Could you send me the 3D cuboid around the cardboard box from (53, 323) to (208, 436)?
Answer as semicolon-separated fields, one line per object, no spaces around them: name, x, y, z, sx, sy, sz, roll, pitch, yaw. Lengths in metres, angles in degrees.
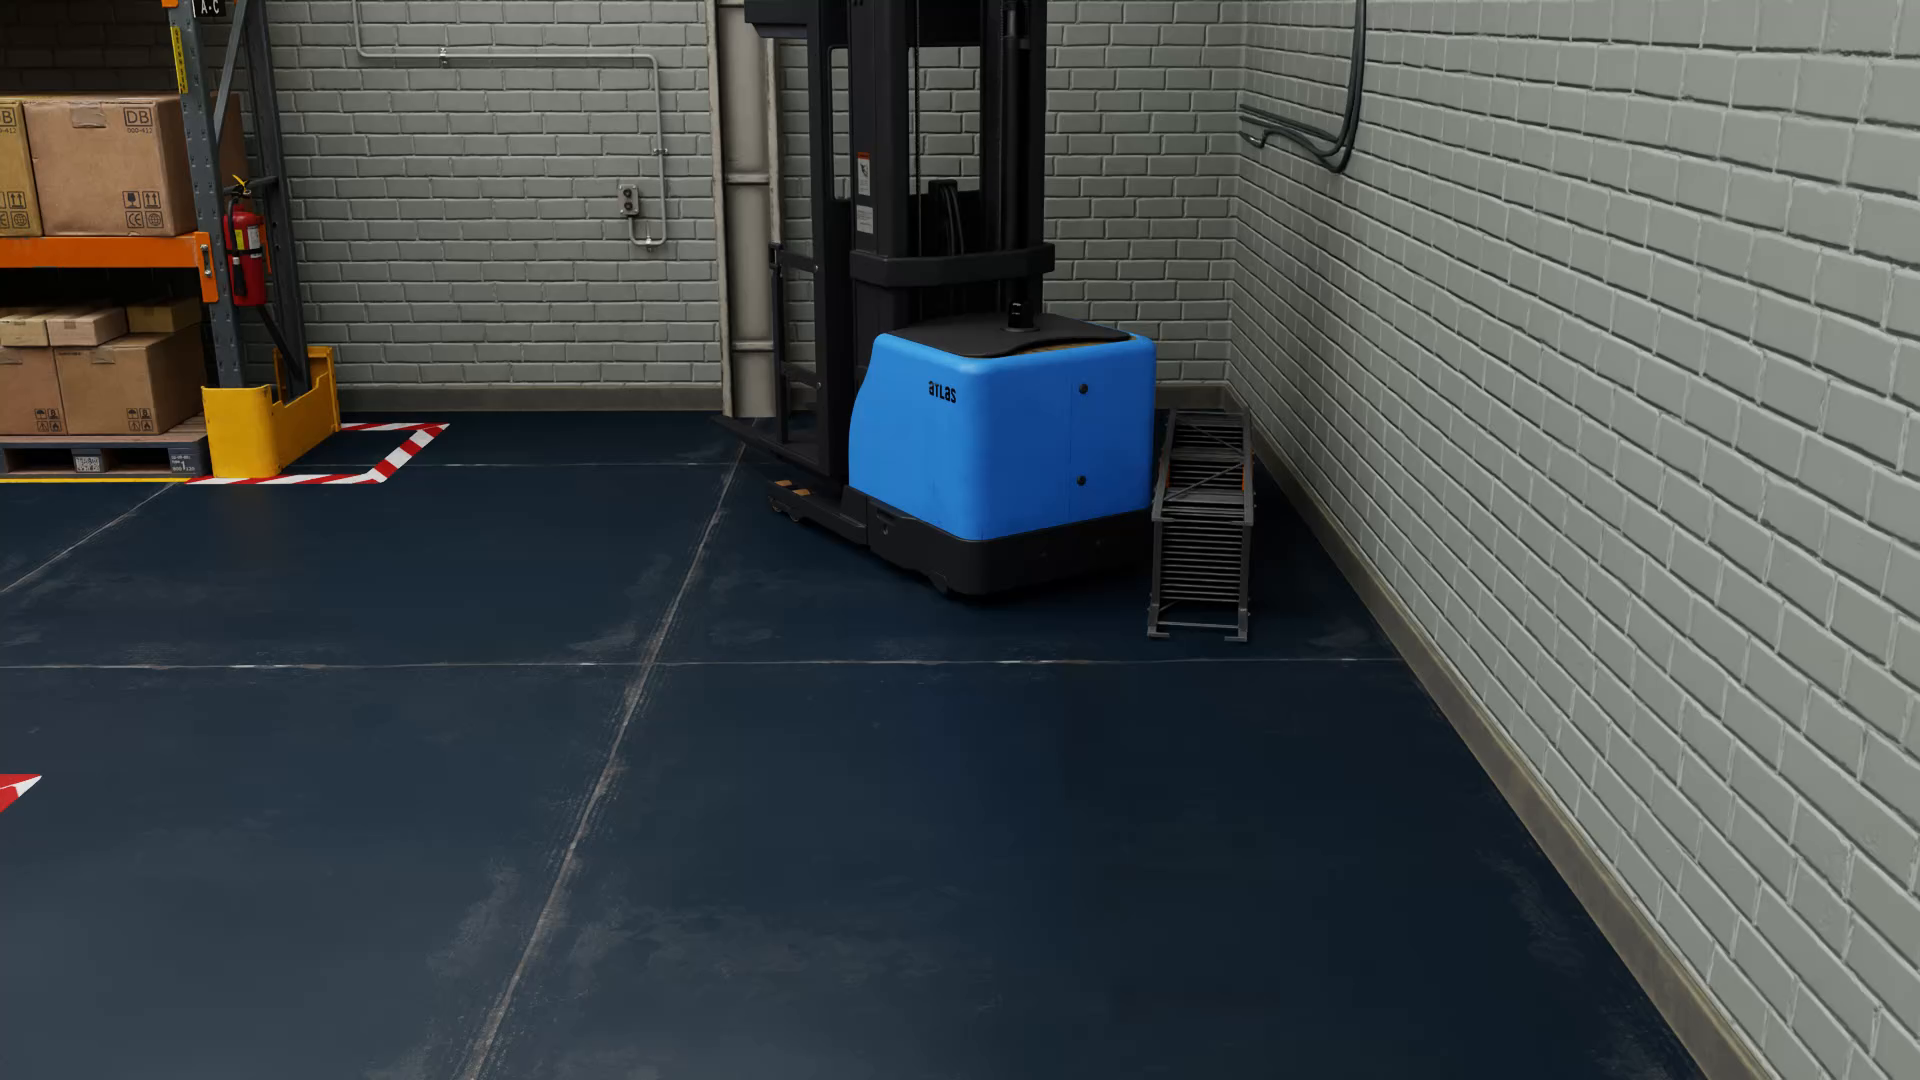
cardboard box;-4.664;-0.919;9.407;0.500;0.500;0.700;0;18;-1

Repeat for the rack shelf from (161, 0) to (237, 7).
rack shelf;-5.966;-3.019;8.817;4.000;0.370;1.077;0;18;-1

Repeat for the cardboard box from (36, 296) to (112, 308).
cardboard box;-5.049;-1.287;9.492;0.250;0.149;0.380;0;18;-1

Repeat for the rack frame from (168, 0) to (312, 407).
rack frame;-3.966;-1.943;9.195;0.127;3.000;1.000;0;18;-1

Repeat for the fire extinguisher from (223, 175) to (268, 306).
fire extinguisher;-3.808;-1.589;8.827;0.183;0.674;0.296;0;18;-1

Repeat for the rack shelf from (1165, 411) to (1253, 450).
rack shelf;1.233;-0.348;8.296;0.431;0.480;0.518;3;17;9

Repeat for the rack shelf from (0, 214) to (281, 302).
rack shelf;-5.966;-1.591;9.275;4.000;0.370;1.077;0;18;-1

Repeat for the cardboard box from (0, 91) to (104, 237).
cardboard box;-5.203;-2.074;9.110;0.700;0.700;0.980;0;18;-1

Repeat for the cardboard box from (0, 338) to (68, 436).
cardboard box;-5.165;-0.917;9.399;0.500;0.500;0.700;0;18;-1

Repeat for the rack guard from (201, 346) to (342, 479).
rack guard;-3.942;-0.753;9.577;0.348;0.500;1.175;0;18;-1

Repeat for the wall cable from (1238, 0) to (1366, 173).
wall cable;1.695;-3.240;8.498;0.112;2.526;3.097;0;18;-1

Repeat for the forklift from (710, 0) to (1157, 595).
forklift;-0.336;-1.556;8.099;1.130;2.935;3.031;-11;21;-31

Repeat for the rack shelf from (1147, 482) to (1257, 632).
rack shelf;1.012;0.063;6.976;0.431;0.480;0.518;3;17;9

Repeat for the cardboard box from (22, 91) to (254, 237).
cardboard box;-4.476;-2.081;9.132;0.700;0.700;0.980;1;18;2

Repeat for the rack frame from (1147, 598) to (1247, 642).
rack frame;1.124;0.086;7.721;0.400;0.015;2.100;3;17;9

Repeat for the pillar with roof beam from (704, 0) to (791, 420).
pillar with roof beam;-1.212;-3.762;5.044;0.400;9.000;9.100;0;18;-1

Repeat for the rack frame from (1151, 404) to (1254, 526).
rack frame;1.125;-0.380;7.576;0.400;0.015;2.100;3;17;9

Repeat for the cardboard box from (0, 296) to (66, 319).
cardboard box;-5.299;-1.286;9.488;0.250;0.149;0.380;0;18;0

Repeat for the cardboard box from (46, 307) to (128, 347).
cardboard box;-4.790;-1.172;9.132;0.250;0.149;0.380;0;18;-2

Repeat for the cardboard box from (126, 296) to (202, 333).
cardboard box;-4.542;-1.290;9.500;0.250;0.149;0.380;0;18;0

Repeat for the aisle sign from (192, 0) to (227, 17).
aisle sign;-3.889;-3.090;8.513;0.004;0.787;0.394;0;18;-1

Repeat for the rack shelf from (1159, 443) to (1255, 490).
rack shelf;1.122;-0.143;7.636;0.431;0.480;0.518;3;17;9

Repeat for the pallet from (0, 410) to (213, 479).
pallet;-4.764;-0.588;9.534;1.213;0.211;1.003;0;18;-1

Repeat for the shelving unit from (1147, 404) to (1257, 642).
shelving unit;1.125;-0.147;7.649;0.431;0.503;2.100;3;17;9

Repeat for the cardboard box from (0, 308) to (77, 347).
cardboard box;-5.045;-1.170;9.128;0.250;0.149;0.380;0;18;1

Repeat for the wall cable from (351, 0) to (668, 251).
wall cable;-2.701;-2.722;9.960;1.851;1.984;0.084;0;18;-1

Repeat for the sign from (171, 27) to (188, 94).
sign;-3.971;-2.442;8.465;0.005;0.325;0.100;0;18;-1

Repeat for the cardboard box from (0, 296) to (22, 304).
cardboard box;-5.554;-1.284;9.484;0.250;0.149;0.380;0;18;0
